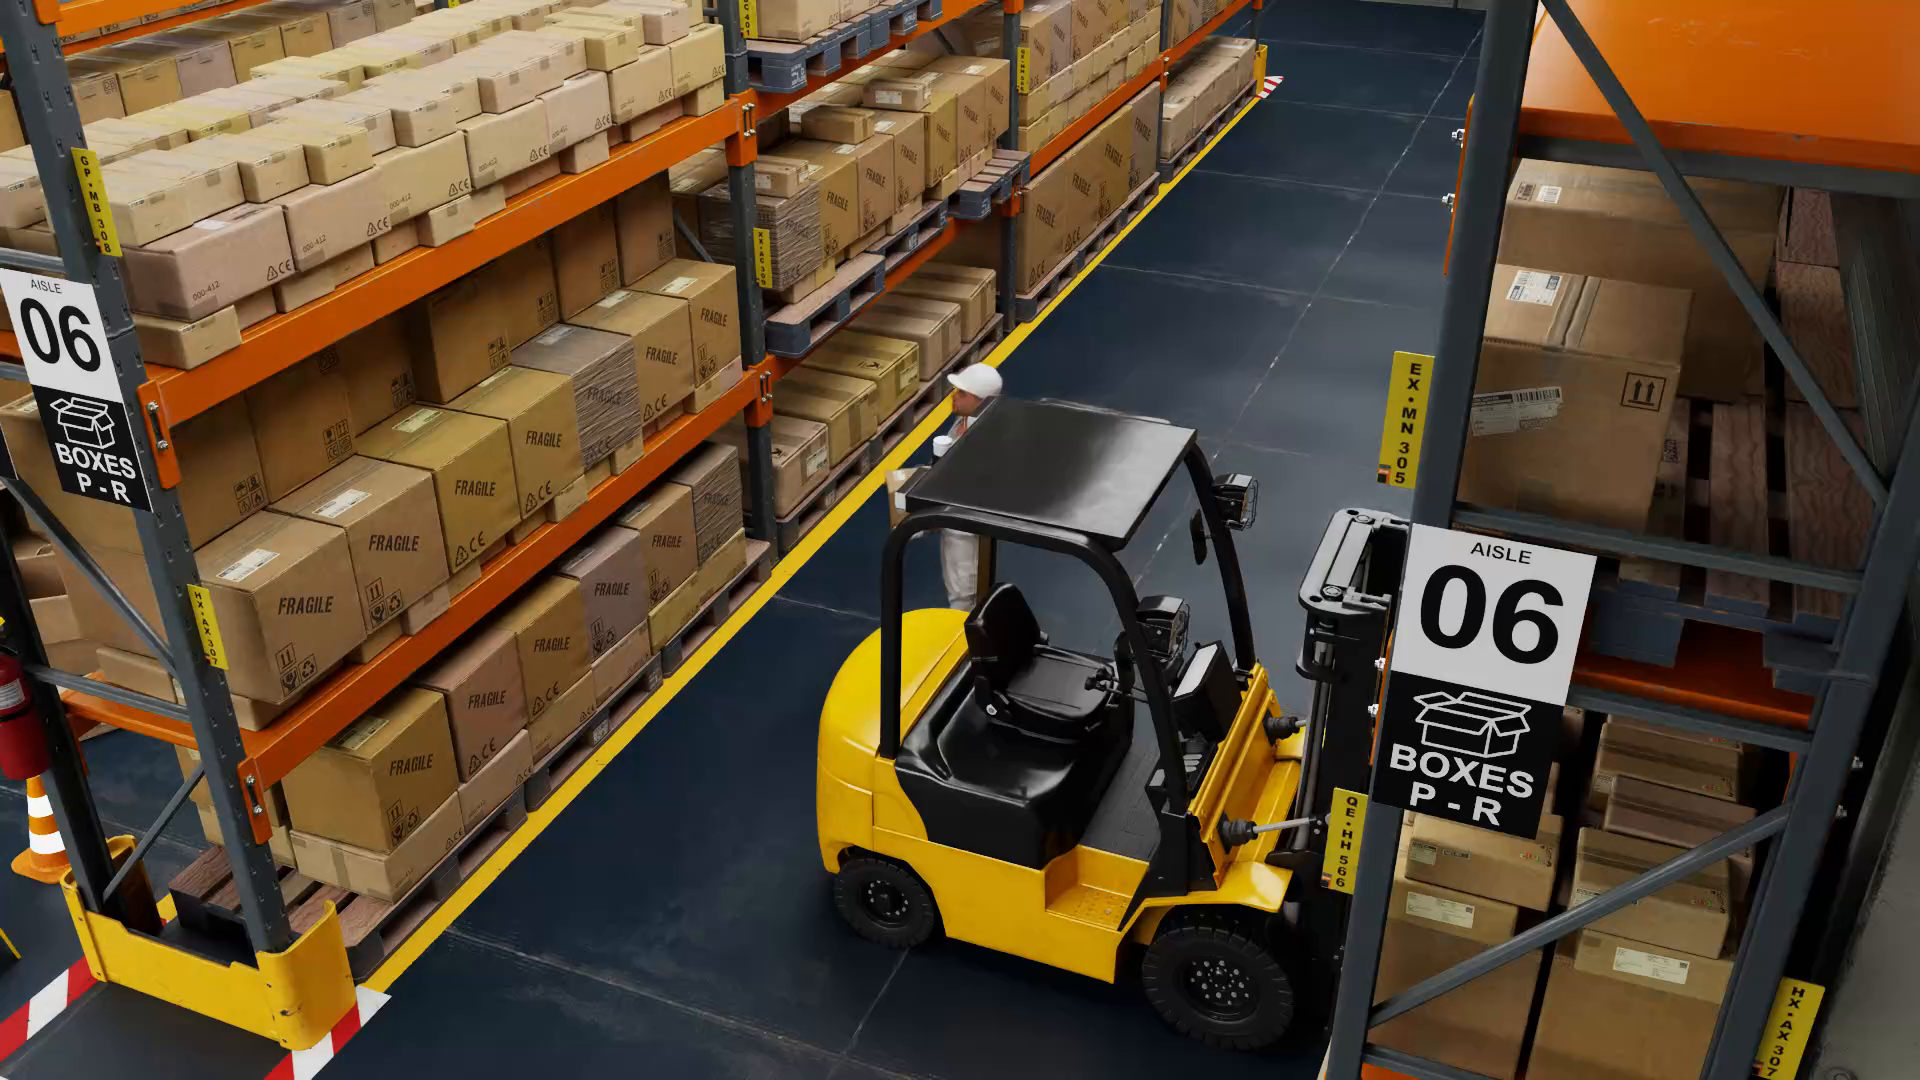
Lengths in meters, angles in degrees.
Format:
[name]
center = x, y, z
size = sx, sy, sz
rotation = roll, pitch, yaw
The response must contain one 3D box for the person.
[person]
center = -0.068, -0.070, 8.502
size = 0.560, 1.788, 0.502
rotation = -2, 29, -4
